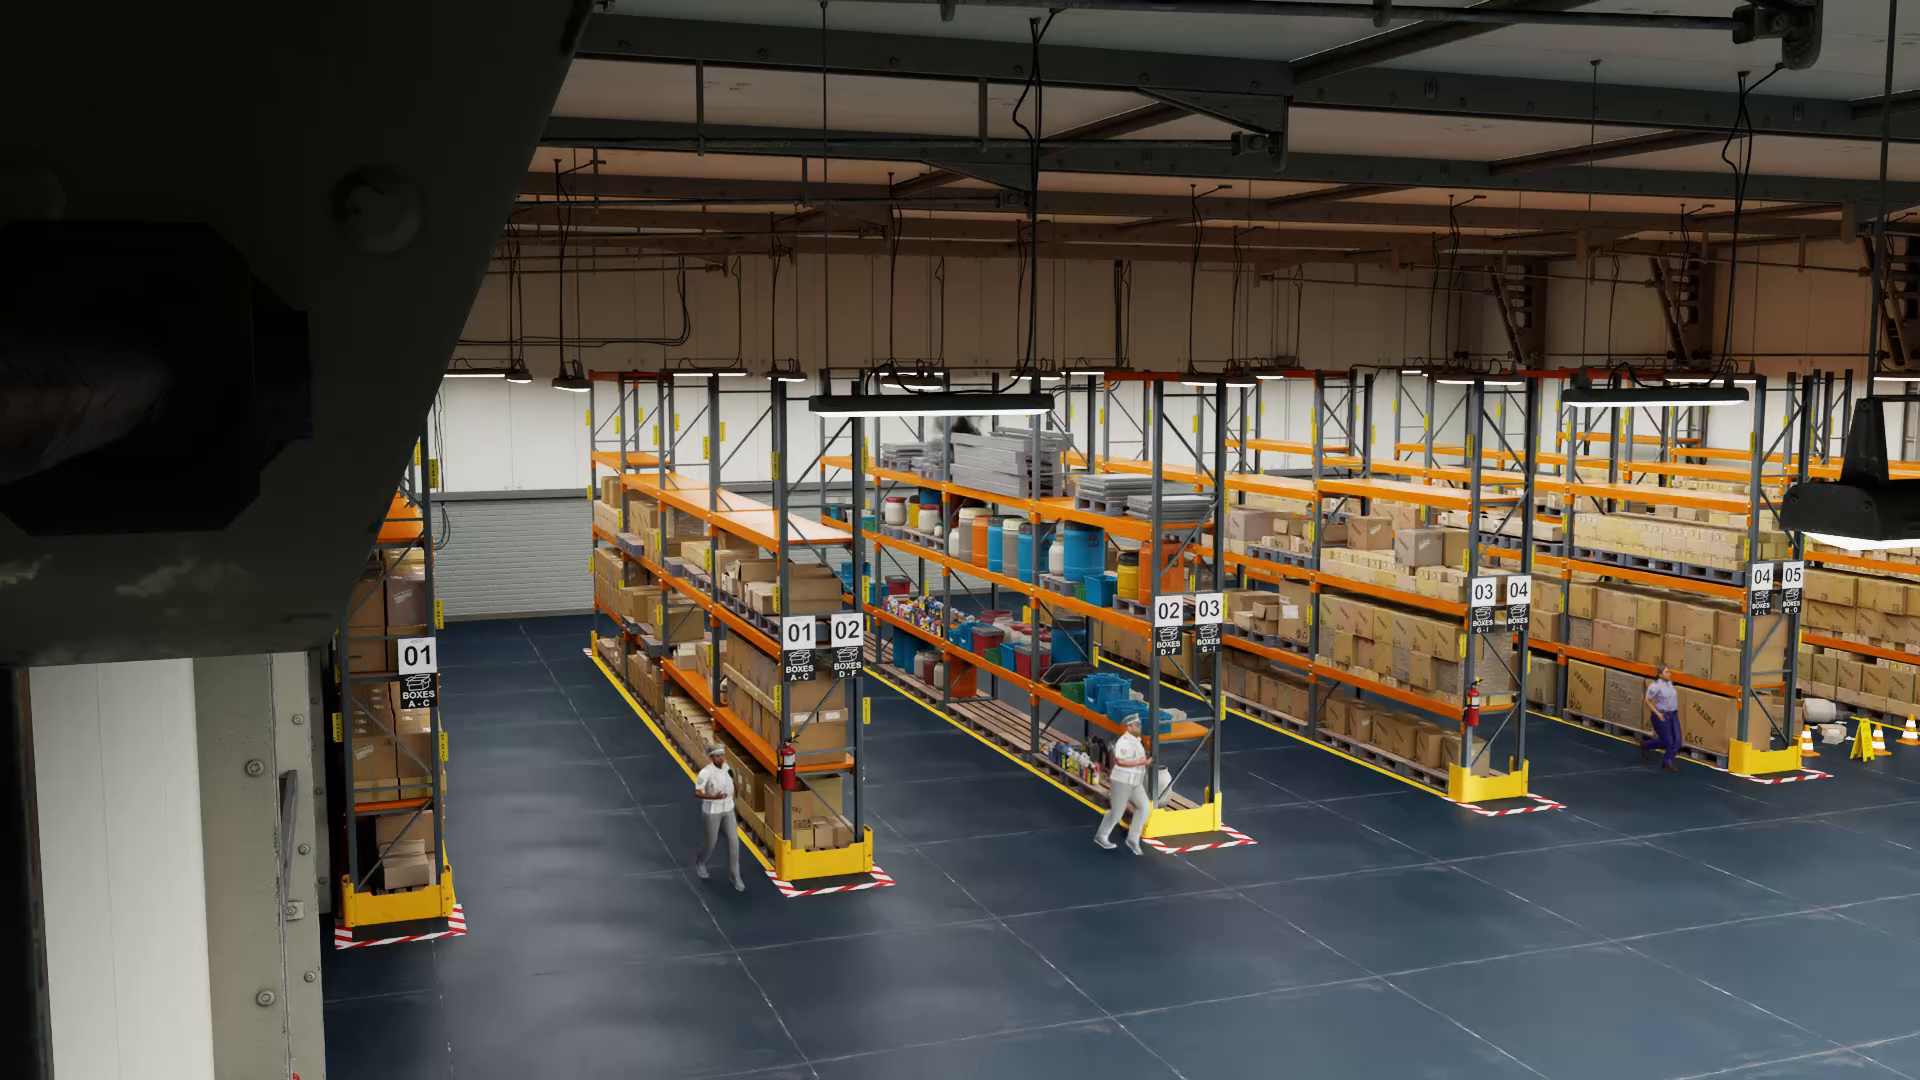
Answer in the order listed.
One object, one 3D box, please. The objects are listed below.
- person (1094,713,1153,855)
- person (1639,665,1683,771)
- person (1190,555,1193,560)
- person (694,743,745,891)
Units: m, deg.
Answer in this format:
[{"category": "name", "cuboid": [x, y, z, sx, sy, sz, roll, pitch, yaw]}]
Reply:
[{"category": "person", "cuboid": [2.141, 3.115, 21.193, 0.764, 1.849, 0.657, 4, 7, 32]}, {"category": "person", "cuboid": [10.746, 2.709, 25.399, 0.599, 1.589, 0.597, -4, 7, -29]}, {"category": "person", "cuboid": [5.794, 0.960, 40.942, 0.796, 1.675, 0.585, -5, 8, -37]}, {"category": "person", "cuboid": [-2.904, 3.271, 19.855, 0.582, 1.745, 0.804, -5, 8, -36]}]
